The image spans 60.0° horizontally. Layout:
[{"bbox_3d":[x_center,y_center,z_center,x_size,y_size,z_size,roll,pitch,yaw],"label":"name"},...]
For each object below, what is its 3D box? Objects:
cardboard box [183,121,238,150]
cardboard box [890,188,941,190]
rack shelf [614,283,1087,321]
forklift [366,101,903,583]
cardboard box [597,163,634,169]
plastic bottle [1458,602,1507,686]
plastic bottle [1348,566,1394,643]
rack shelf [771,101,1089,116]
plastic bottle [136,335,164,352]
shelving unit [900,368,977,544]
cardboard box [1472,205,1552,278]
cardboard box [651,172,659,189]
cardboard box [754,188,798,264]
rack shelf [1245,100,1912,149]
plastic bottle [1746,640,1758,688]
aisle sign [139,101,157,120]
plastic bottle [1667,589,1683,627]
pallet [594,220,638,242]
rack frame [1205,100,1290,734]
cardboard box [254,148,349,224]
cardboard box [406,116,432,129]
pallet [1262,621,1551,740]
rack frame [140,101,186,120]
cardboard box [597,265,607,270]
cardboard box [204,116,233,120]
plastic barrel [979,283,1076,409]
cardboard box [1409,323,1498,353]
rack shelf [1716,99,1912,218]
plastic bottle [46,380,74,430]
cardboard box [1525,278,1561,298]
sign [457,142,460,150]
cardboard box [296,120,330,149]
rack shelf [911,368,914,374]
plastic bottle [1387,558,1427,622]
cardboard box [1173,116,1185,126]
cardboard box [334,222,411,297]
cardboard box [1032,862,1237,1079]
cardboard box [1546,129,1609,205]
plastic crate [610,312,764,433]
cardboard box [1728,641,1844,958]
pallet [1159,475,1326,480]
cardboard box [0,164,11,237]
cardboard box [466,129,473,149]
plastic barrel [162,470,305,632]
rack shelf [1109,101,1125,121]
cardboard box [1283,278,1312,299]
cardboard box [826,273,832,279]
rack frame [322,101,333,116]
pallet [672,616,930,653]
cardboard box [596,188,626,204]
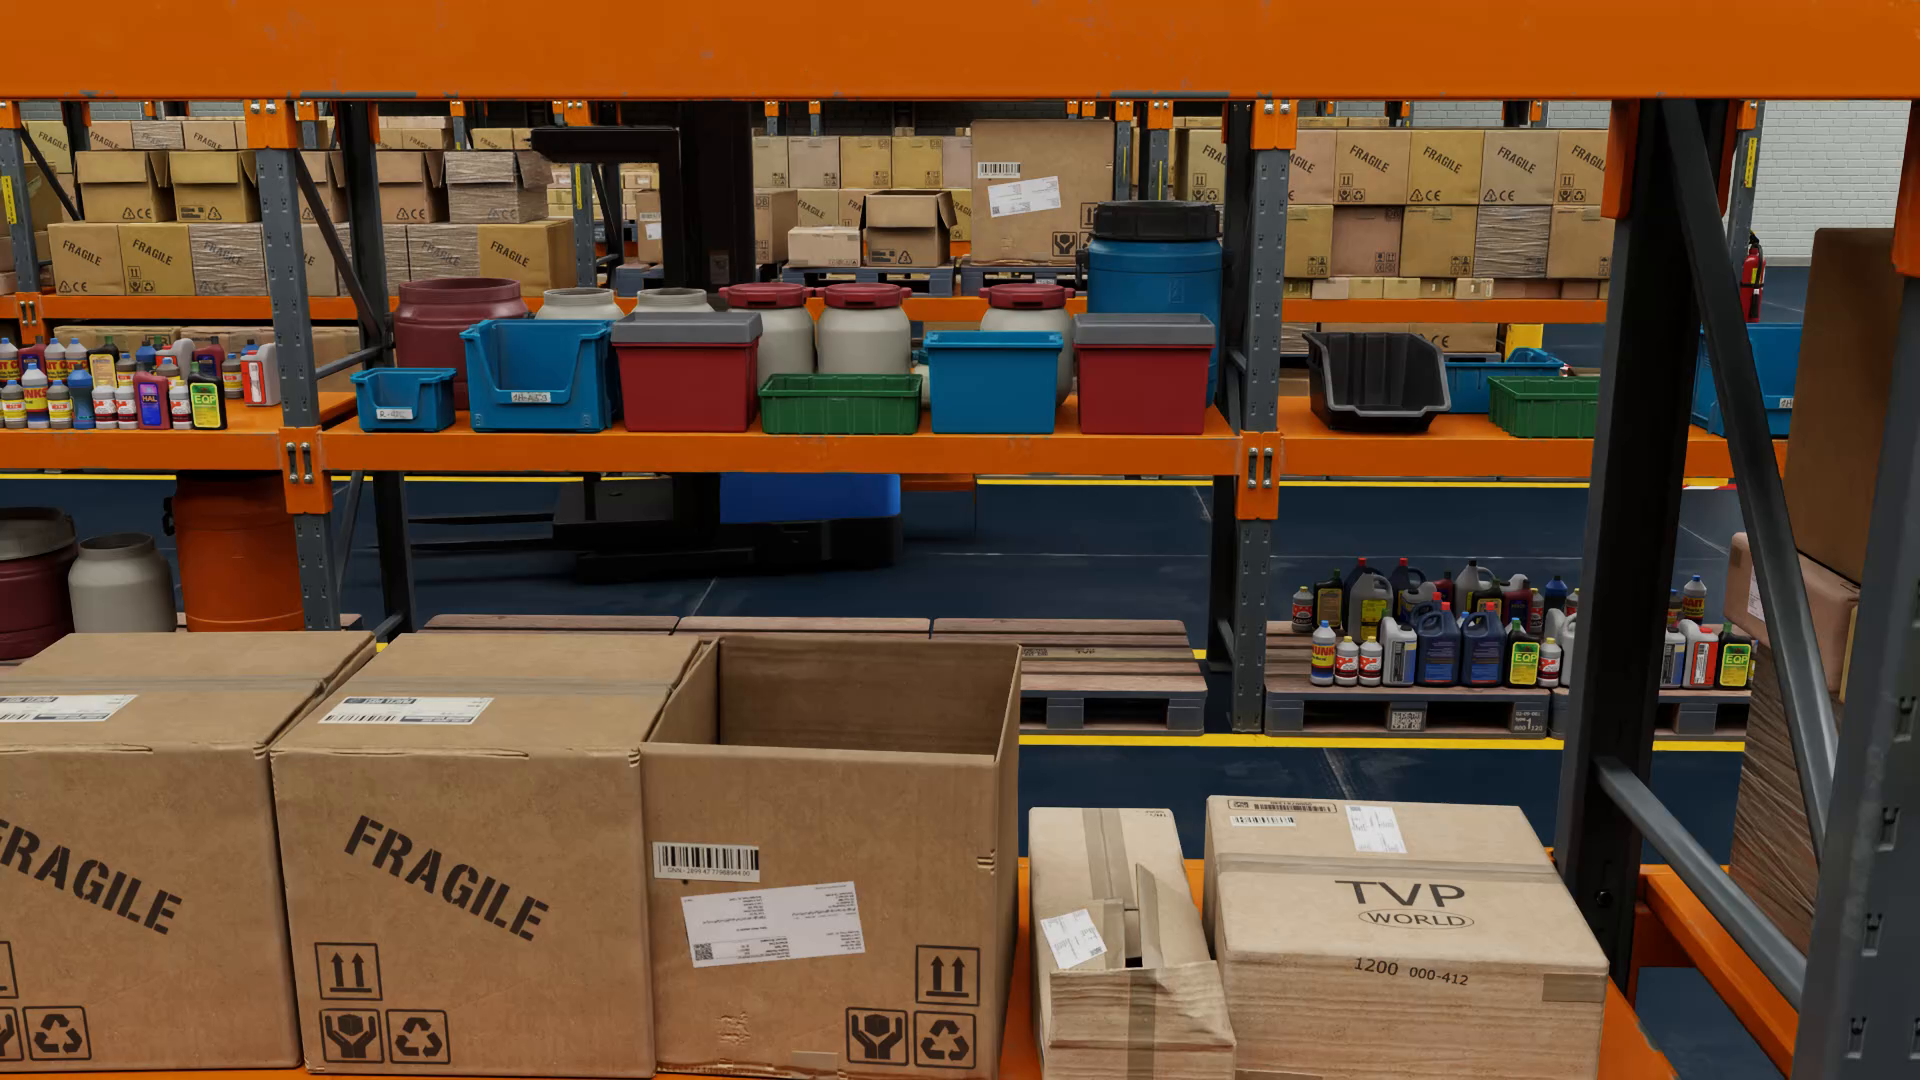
[{"bbox_3d":[-7.386,-3.933,16.627,0.500,0.500,0.500,0,15,0],"label":"cardboard box"},{"bbox_3d":[-0.441,-3.262,16.627,0.500,0.500,0.500,0,15,1],"label":"cardboard box"},{"bbox_3d":[-0.622,-1.670,12.200,4.000,0.370,1.077,0,15,1],"label":"rack shelf"},{"bbox_3d":[-1.903,-1.318,9.590,3.031,2.935,1.130,-3,15,-10],"label":"forklift"},{"bbox_3d":[-4.407,-5.038,21.399,0.500,0.500,0.500,0,15,1],"label":"cardboard box"},{"bbox_3d":[2.236,0.439,7.127,0.185,0.351,0.144,0,15,-1],"label":"plastic bottle"},{"bbox_3d":[1.898,0.294,7.676,0.185,0.351,0.144,0,15,1],"label":"plastic bottle"},{"bbox_3d":[-0.369,-5.648,21.396,4.000,0.370,1.077,0,15,1],"label":"rack shelf"},{"bbox_3d":[-3.767,-0.812,7.767,0.133,0.283,0.061,0,15,1],"label":"plastic bottle"},{"bbox_3d":[-0.147,-0.583,10.198,0.503,1.200,0.258,0,15,0],"label":"shelving unit"},{"bbox_3d":[3.825,-2.168,11.900,0.500,0.500,0.875,0,15,1],"label":"cardboard box"},{"bbox_3d":[-2.895,-3.551,16.421,0.250,0.149,0.380,0,15,-1],"label":"cardboard box"},{"bbox_3d":[-1.520,-2.311,12.199,0.500,0.500,0.700,3,15,10],"label":"cardboard box"},{"bbox_3d":[3.250,-1.831,6.931,4.000,0.370,1.077,0,15,1],"label":"rack shelf"},{"bbox_3d":[3.402,0.525,7.095,0.097,0.201,0.097,0,15,0],"label":"plastic bottle"},{"bbox_3d":[-10.445,-5.794,21.324,0.004,0.787,0.394,0,15,1],"label":"aisle sign"},{"bbox_3d":[3.342,0.333,7.822,0.097,0.201,0.097,0,15,0],"label":"plastic bottle"},{"bbox_3d":[-3.109,-3.180,16.888,1.003,0.211,1.213,0,15,1],"label":"pallet"},{"bbox_3d":[1.251,-0.742,7.271,0.127,3.000,1.000,0,15,1],"label":"rack frame"},{"bbox_3d":[-4.674,-2.581,12.079,0.637,0.503,0.797,1,15,3],"label":"cardboard box"},{"bbox_3d":[-6.944,-5.380,21.423,0.250,0.149,0.380,1,15,3],"label":"cardboard box"},{"bbox_3d":[1.921,0.622,7.570,1.213,0.211,1.003,0,15,1],"label":"pallet"},{"bbox_3d":[-10.366,-4.610,21.934,0.127,3.000,1.000,0,15,1],"label":"rack frame"},{"bbox_3d":[-3.584,-2.722,17.382,0.500,0.250,0.500,0,15,1],"label":"cardboard box"},{"bbox_3d":[-9.497,-5.368,21.380,0.250,0.149,0.380,1,15,3],"label":"cardboard box"},{"bbox_3d":[0.300,-0.870,7.489,0.433,0.535,0.433,0,15,0],"label":"plastic barrel"},{"bbox_3d":[4.924,-2.406,16.922,0.875,0.875,0.875,0,15,2],"label":"cardboard box"},{"bbox_3d":[3.120,-0.568,2.143,4.000,0.370,1.077,0,15,1],"label":"rack shelf"},{"bbox_3d":[-3.801,-0.574,7.026,0.097,0.201,0.097,0,15,0],"label":"plastic bottle"},{"bbox_3d":[4.086,-1.814,11.830,0.250,0.149,0.380,0,15,1],"label":"cardboard box"},{"bbox_3d":[-6.380,-4.899,21.178,0.005,0.325,0.100,0,15,1],"label":"sign"},{"bbox_3d":[-6.837,-4.062,17.116,0.500,0.500,0.500,1,15,3],"label":"cardboard box"},{"bbox_3d":[-0.147,-0.963,10.097,0.480,0.148,0.258,0,15,0],"label":"rack shelf"},{"bbox_3d":[2.094,0.258,7.811,0.185,0.351,0.144,0,15,-1],"label":"plastic bottle"},{"bbox_3d":[2.575,-5.141,21.205,0.500,0.500,0.700,0,15,2],"label":"cardboard box"},{"bbox_3d":[-4.138,-2.026,11.945,0.500,0.500,0.500,0,15,0],"label":"cardboard box"},{"bbox_3d":[0.237,0.628,2.345,0.258,0.266,0.396,0,15,0],"label":"cardboard box"},{"bbox_3d":[4.320,-2.597,11.563,0.500,0.500,0.500,0,15,1],"label":"cardboard box"},{"bbox_3d":[-1.140,-0.710,7.026,0.583,0.464,0.402,0,15,1],"label":"plastic crate"},{"bbox_3d":[1.564,0.474,2.466,0.500,0.500,0.700,0,15,0],"label":"cardboard box"},{"bbox_3d":[2.050,-0.661,12.432,1.213,0.211,1.003,0,15,1],"label":"pallet"},{"bbox_3d":[-7.086,-2.426,11.895,0.500,0.500,0.500,1,15,3],"label":"cardboard box"},{"bbox_3d":[-7.726,-6.361,26.813,0.500,0.500,0.500,0,15,0],"label":"cardboard box"},{"bbox_3d":[-3.237,0.080,7.589,0.708,0.830,0.600,0,15,1],"label":"plastic barrel"},{"bbox_3d":[-0.394,-4.385,16.609,4.000,0.370,1.077,0,15,1],"label":"rack shelf"},{"bbox_3d":[2.335,-1.806,11.799,0.250,0.149,0.380,0,15,1],"label":"cardboard box"},{"bbox_3d":[-1.804,-3.484,21.994,0.625,0.372,0.950,-1,15,-2],"label":"cardboard box"},{"bbox_3d":[-10.243,-5.876,26.732,0.127,3.000,1.000,0,15,1],"label":"rack frame"},{"bbox_3d":[-0.758,0.604,7.636,1.213,0.211,1.003,0,15,1],"label":"pallet"},{"bbox_3d":[-3.429,-3.410,16.471,0.250,0.149,0.380,1,15,3],"label":"cardboard box"}]
